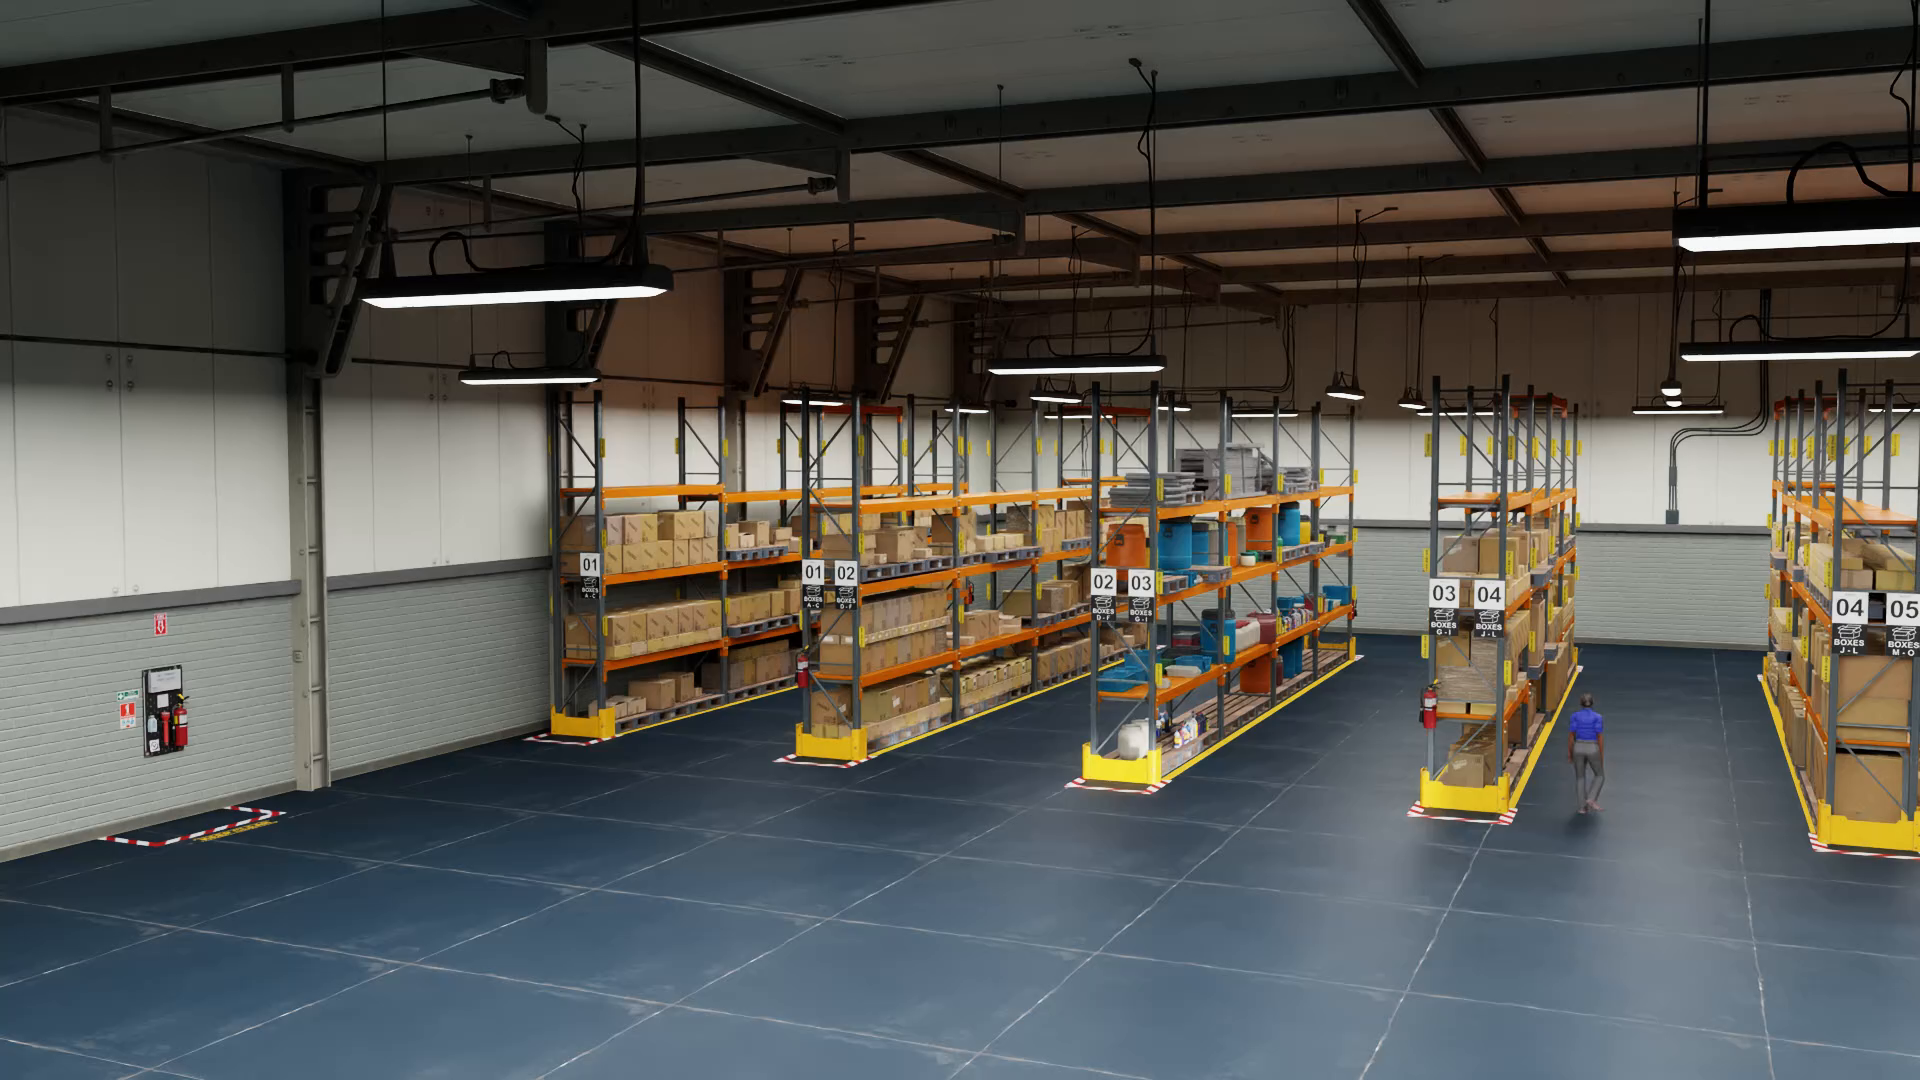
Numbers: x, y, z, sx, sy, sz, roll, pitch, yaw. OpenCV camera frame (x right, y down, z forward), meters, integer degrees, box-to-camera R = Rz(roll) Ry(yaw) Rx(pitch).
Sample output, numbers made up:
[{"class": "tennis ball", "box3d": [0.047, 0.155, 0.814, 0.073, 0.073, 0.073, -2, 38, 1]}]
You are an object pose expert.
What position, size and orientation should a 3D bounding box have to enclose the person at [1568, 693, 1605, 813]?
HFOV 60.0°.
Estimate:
[{"class": "person", "box3d": [8.561, 2.920, 22.732, 0.495, 1.656, 0.471, 2, 4, 28]}]
